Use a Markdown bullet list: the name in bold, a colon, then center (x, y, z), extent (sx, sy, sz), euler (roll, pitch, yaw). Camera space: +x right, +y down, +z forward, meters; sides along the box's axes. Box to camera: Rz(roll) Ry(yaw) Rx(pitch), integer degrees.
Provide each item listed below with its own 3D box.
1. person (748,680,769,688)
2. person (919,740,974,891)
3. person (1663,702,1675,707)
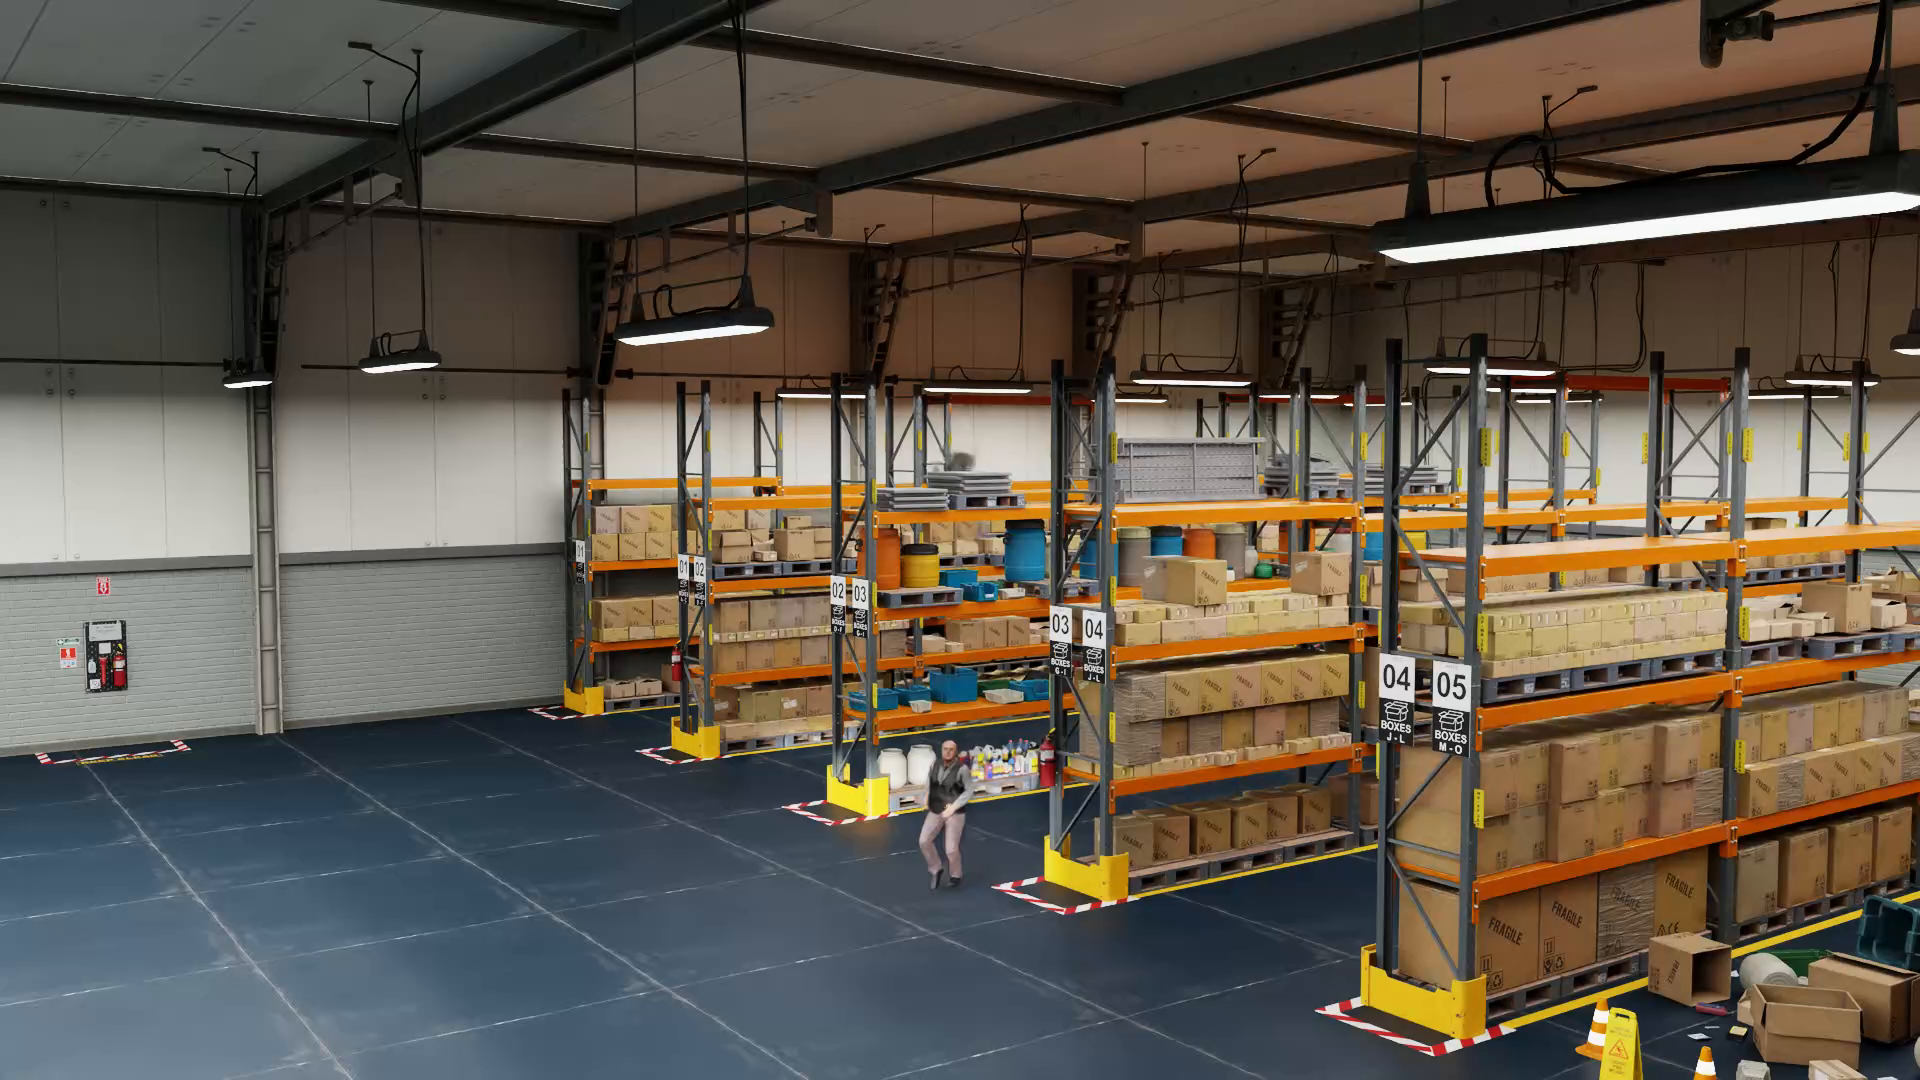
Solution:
- **person**: center (-3.507, 2.457, 29.305), extent (0.543, 1.652, 0.602), euler (-3, 5, -42)
- **person**: center (-0.168, 3.110, 18.793), extent (0.672, 1.707, 0.651), euler (2, 4, 27)
- **person**: center (9.326, 2.952, 22.025), extent (0.557, 1.590, 0.580), euler (-3, 5, -40)
